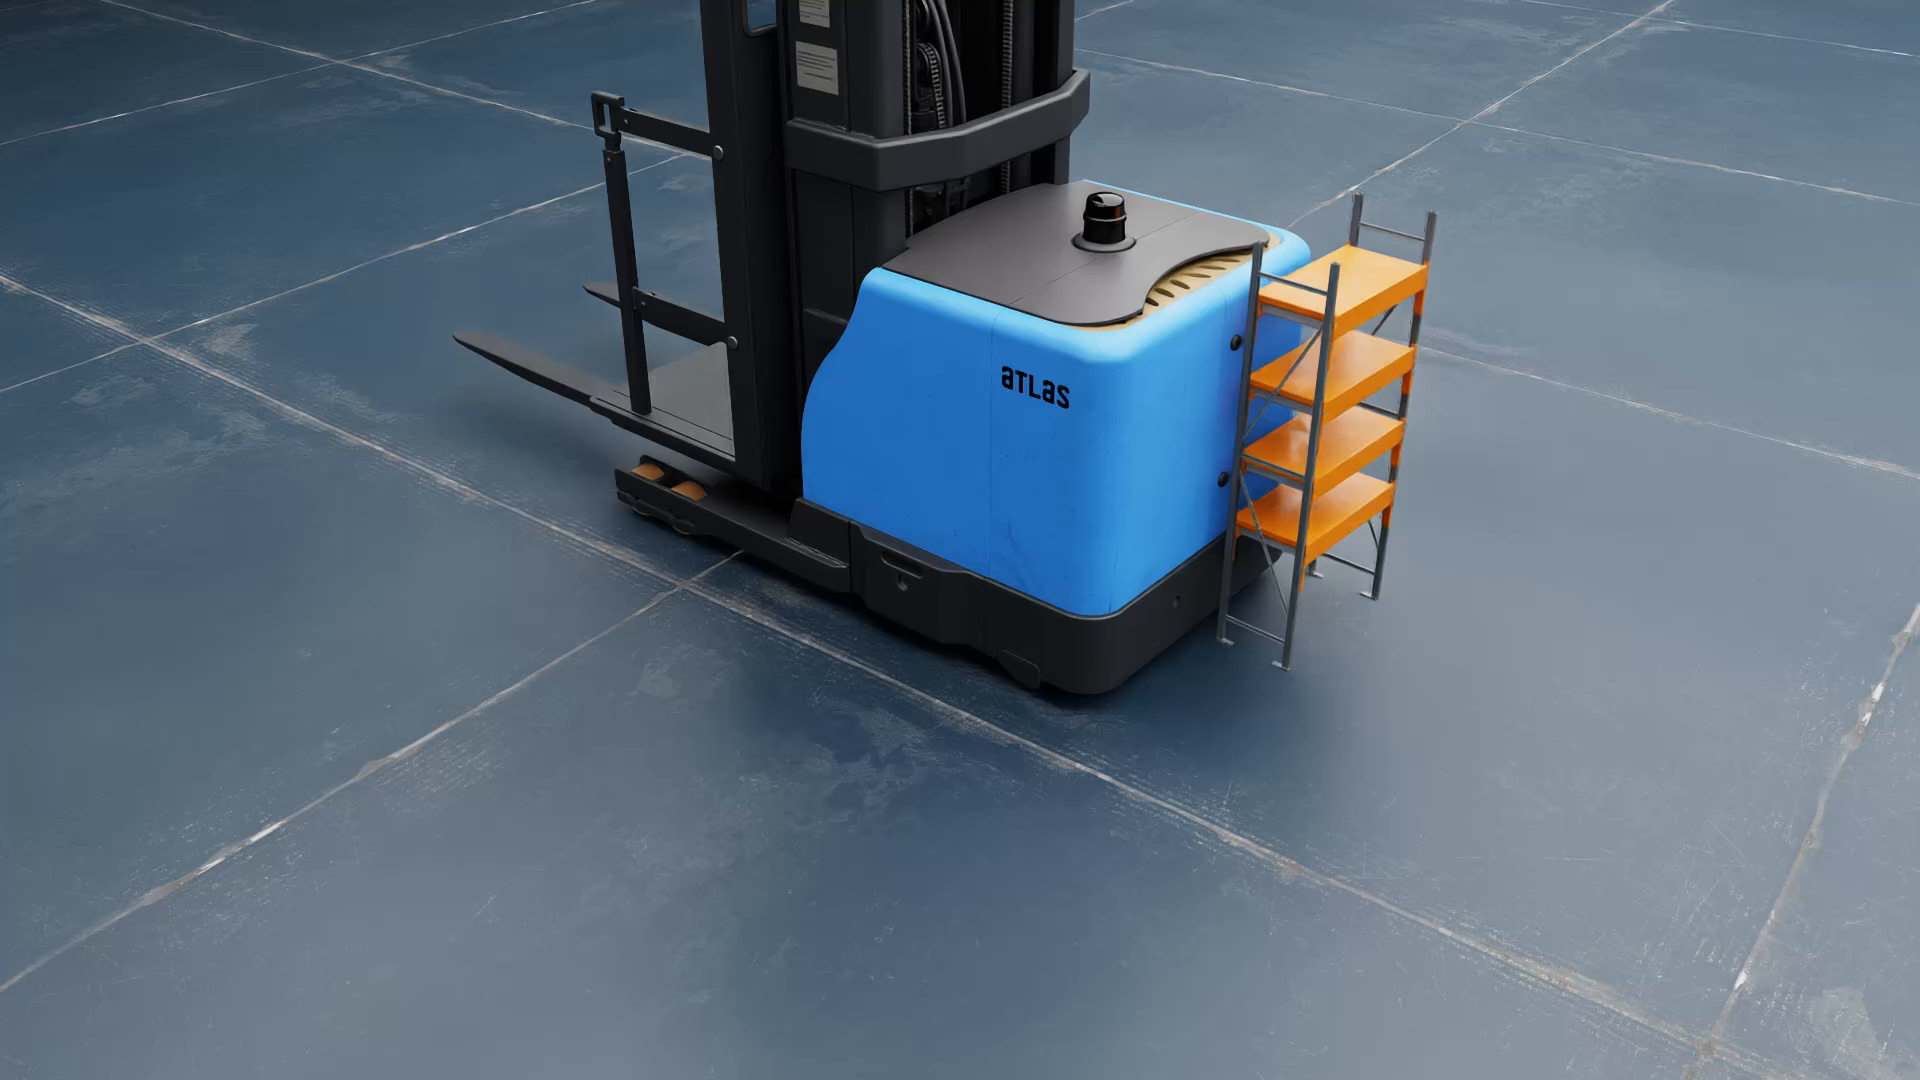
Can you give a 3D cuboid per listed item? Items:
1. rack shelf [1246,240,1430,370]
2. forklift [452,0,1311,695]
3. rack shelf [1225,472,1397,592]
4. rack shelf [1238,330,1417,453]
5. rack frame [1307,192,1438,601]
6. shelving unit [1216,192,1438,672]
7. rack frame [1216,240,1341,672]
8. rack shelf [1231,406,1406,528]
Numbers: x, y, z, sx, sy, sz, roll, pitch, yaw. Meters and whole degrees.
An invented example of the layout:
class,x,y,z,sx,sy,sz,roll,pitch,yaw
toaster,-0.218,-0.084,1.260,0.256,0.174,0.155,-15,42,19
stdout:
class,x,y,z,sx,sy,sz,roll,pitch,yaw
rack shelf,0.992,-0.623,4.353,0.258,0.148,0.480,25,39,35
forklift,-0.480,-1.463,4.843,3.031,2.935,1.130,23,38,33
rack shelf,0.991,-0.056,4.689,0.258,0.148,0.480,25,39,35
rack shelf,0.991,-0.419,4.474,0.258,0.148,0.480,25,39,35
rack frame,1.154,-0.377,4.710,0.240,1.200,0.015,25,39,35
shelving unit,0.991,-0.285,4.554,0.258,1.200,0.503,25,39,35
rack frame,0.828,-0.192,4.397,0.240,1.200,0.015,25,39,35
rack shelf,0.991,-0.227,4.588,0.258,0.148,0.480,25,39,35
